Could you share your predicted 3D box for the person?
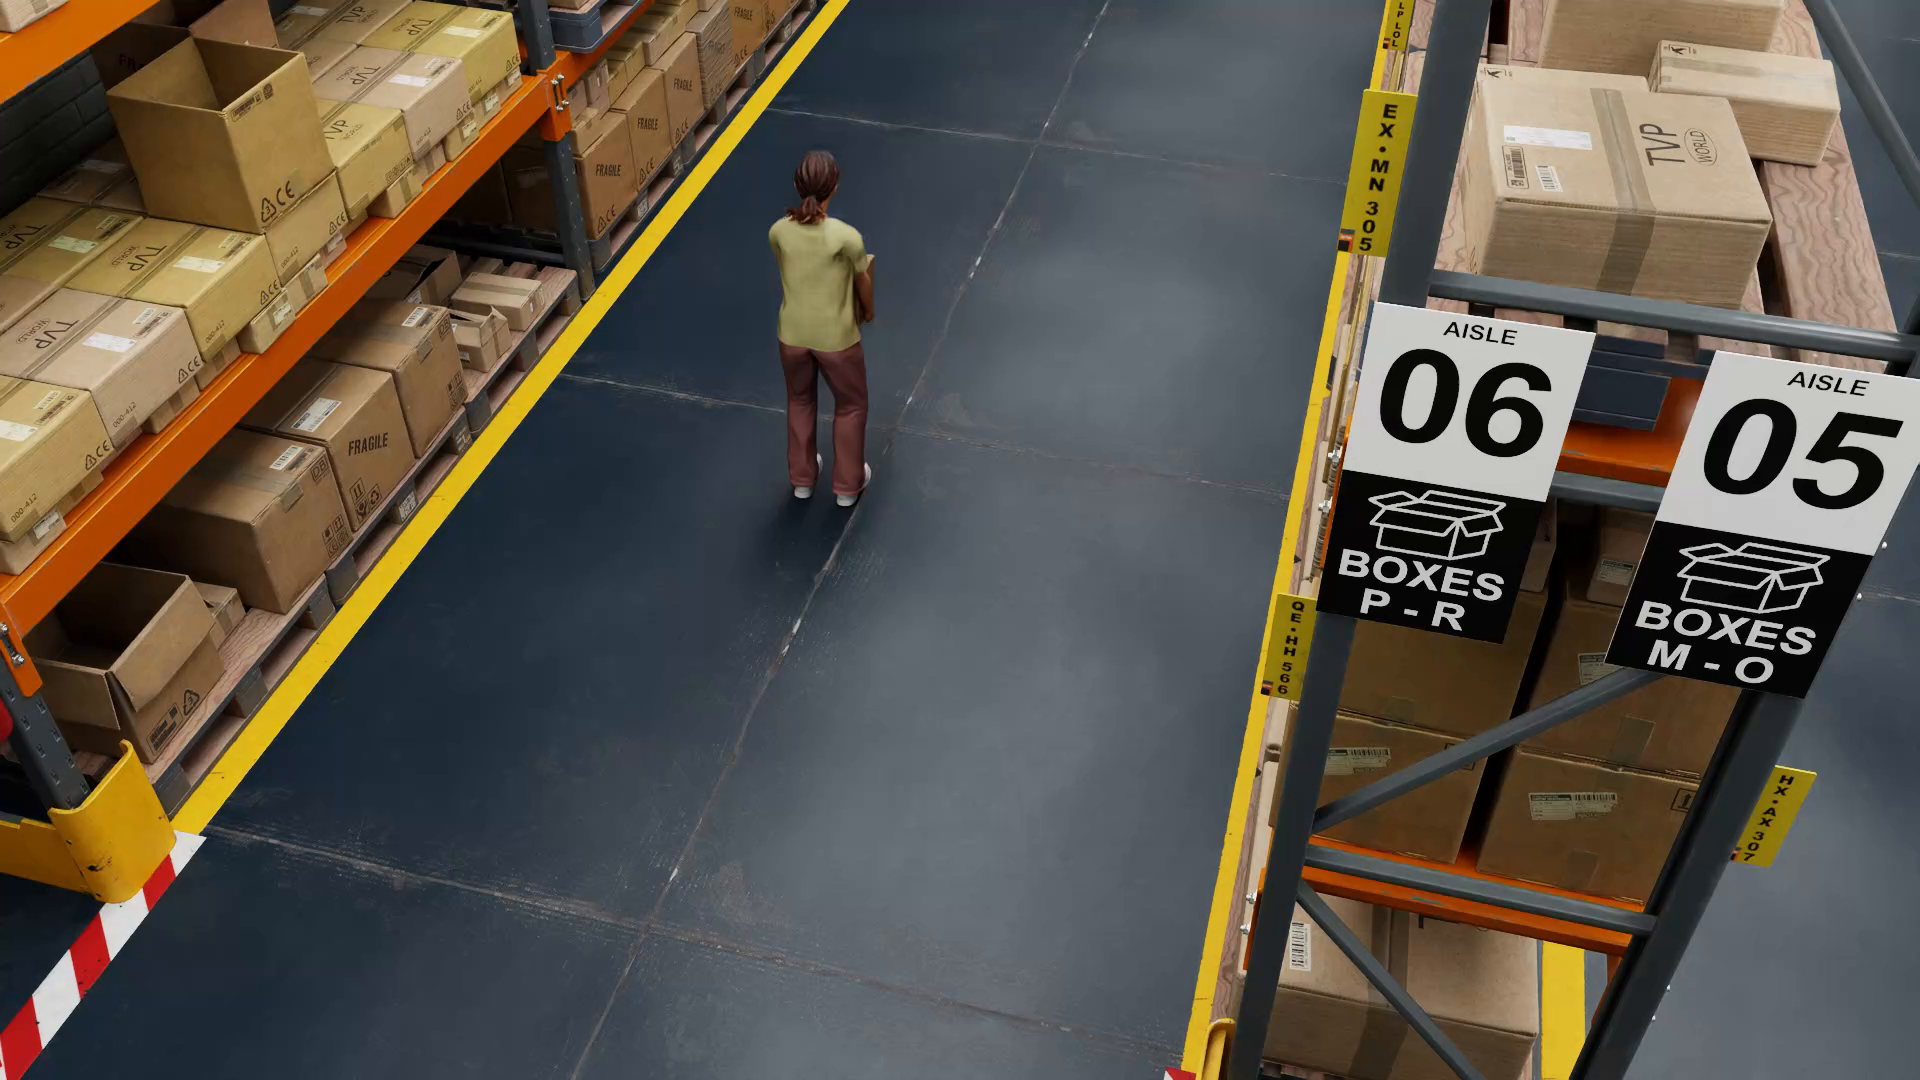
[{"bbox_3d":[-0.587,-0.836,7.317,0.407,1.416,0.520,9,42,10],"label":"person"}]
